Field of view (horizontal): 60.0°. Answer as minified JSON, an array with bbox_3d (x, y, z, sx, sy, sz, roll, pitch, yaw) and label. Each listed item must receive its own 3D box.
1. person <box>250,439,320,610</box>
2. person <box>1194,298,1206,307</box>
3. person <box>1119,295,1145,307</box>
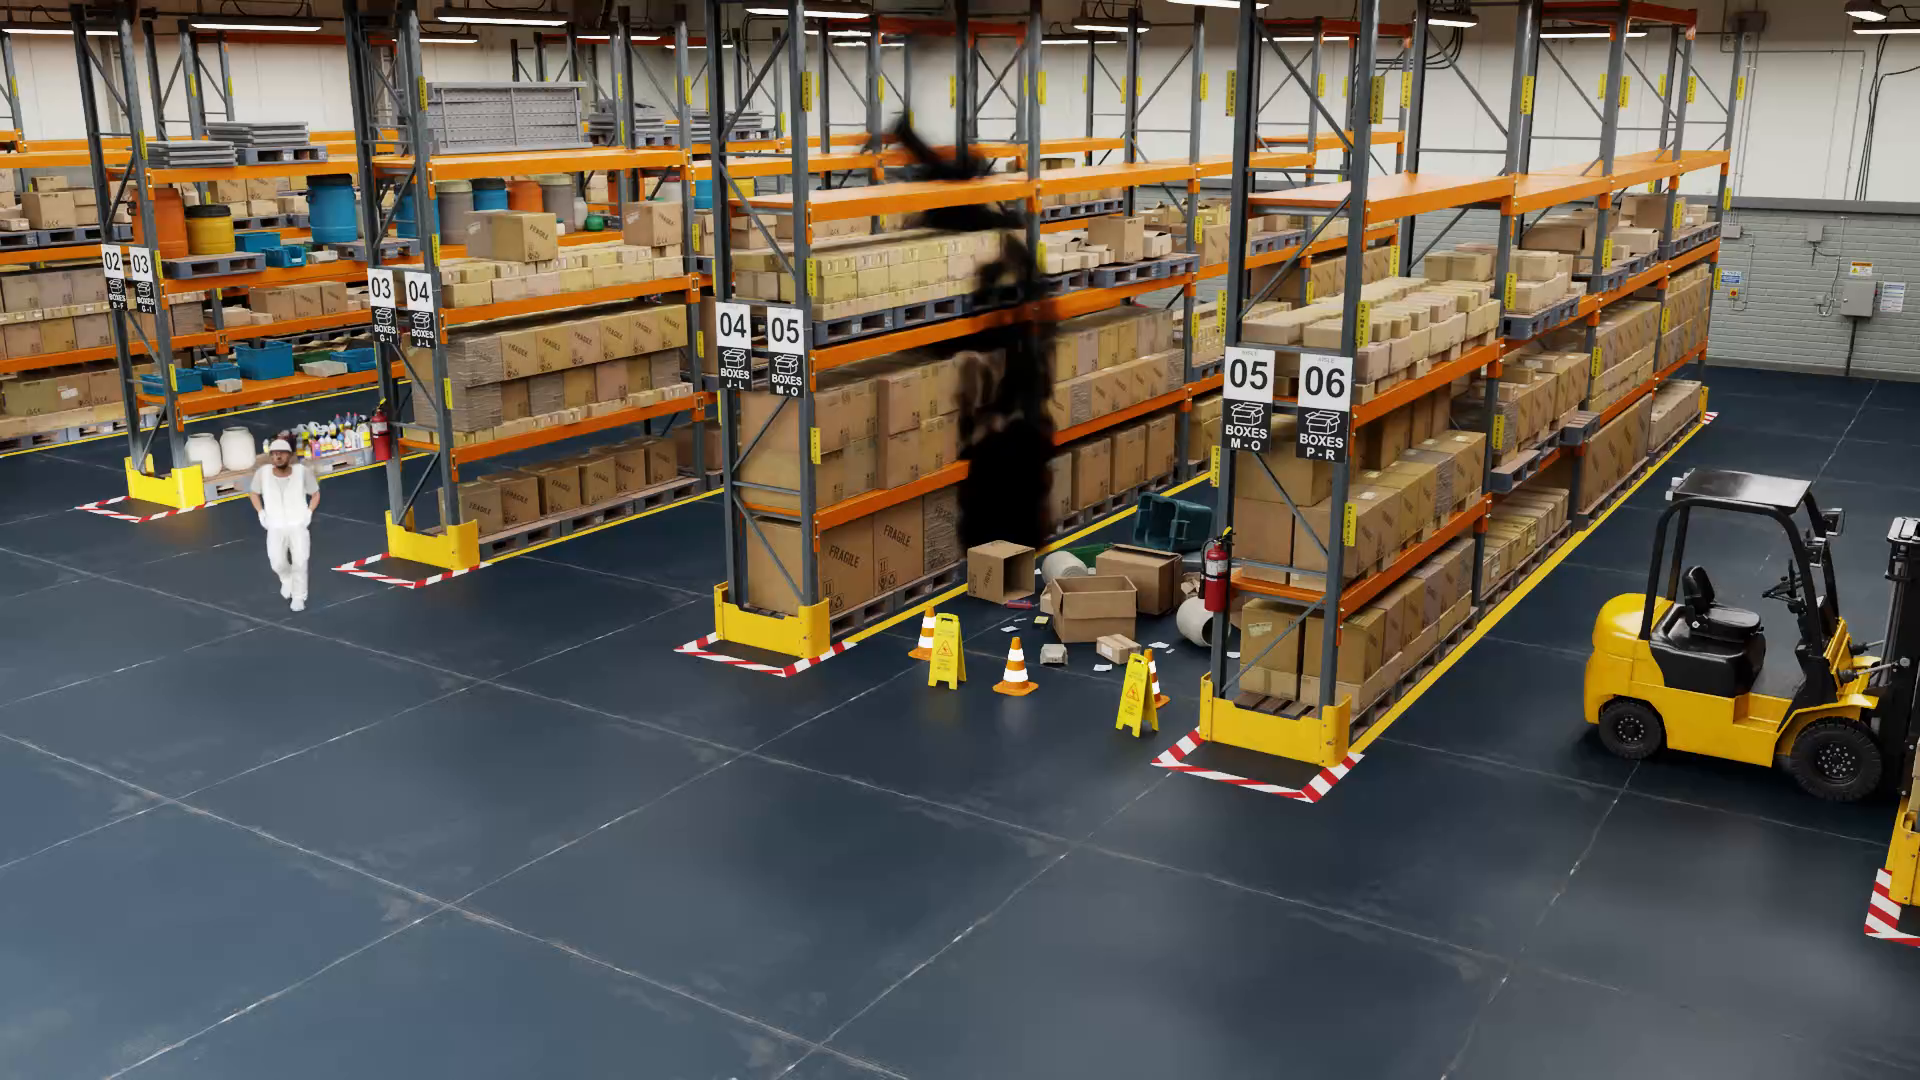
[{"bbox_3d":[-6.692,-0.148,16.548,0.653,1.742,0.565,-4,16,-15],"label":"person"},{"bbox_3d":[3.939,-3.123,27.293,0.622,1.715,0.934,12,19,36],"label":"person"},{"bbox_3d":[2.886,-3.351,28.126,0.676,1.769,0.773,6,16,19],"label":"person"}]
